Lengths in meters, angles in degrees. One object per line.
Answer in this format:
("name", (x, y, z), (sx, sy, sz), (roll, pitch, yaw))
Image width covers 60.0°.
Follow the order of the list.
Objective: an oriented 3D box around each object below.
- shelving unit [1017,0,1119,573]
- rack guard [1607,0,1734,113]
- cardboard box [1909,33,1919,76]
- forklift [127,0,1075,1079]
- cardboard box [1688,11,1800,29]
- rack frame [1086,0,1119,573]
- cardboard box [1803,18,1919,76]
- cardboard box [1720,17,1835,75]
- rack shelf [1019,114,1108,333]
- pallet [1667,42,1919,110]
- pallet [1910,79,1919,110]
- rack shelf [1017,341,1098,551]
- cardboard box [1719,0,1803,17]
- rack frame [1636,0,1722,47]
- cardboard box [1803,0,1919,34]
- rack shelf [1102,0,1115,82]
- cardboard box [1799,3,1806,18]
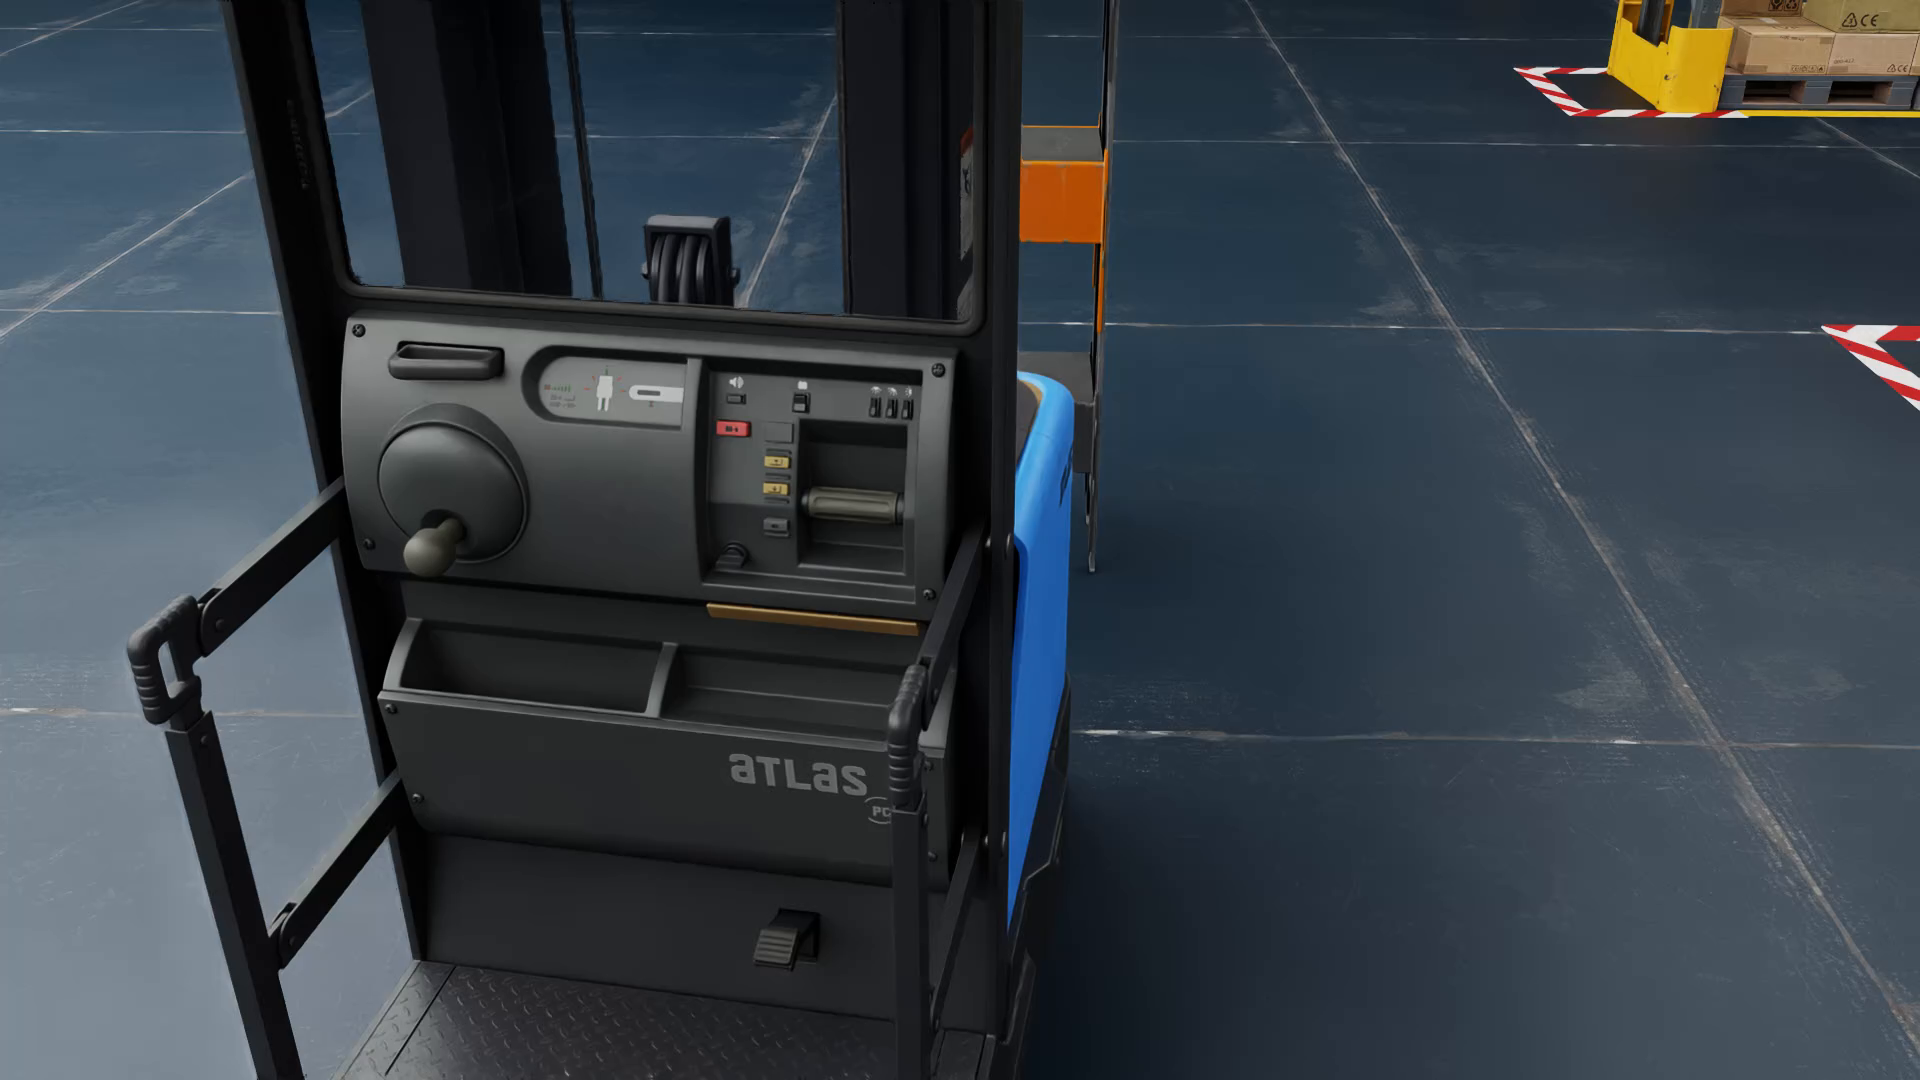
("shelving unit", (0.165, -0.925, 4.753), (0.503, 2.100, 0.431), (1, 28, 2))
("rack guard", (4.496, -3.108, 10.579), (0.348, 0.500, 1.175), (1, 28, 2))
("cardboard box", (6.048, -3.055, 10.297), (0.500, 0.250, 0.500), (1, 28, 2))
("forklift", (-0.504, -0.074, 2.260), (1.130, 2.935, 3.031), (5, 28, 9))
("cardboard box", (5.067, -3.312, 10.783), (0.500, 0.250, 0.500), (1, 28, 2))
("rack frame", (0.409, -0.921, 4.745), (0.015, 2.100, 0.400), (1, 28, 2))
("cardboard box", (5.548, -3.063, 10.313), (0.500, 0.250, 0.500), (1, 28, 2))
("cardboard box", (5.048, -3.070, 10.326), (0.500, 0.250, 0.500), (1, 28, 2))
("rack shelf", (0.165, -0.913, 4.759), (0.480, 0.518, 0.431), (1, 28, 2))
("pallet", (5.286, -2.987, 10.660), (1.213, 0.211, 1.003), (1, 28, 2))
("pallet", (6.502, -2.966, 10.619), (1.213, 0.211, 1.003), (1, 28, 2))
("rack shelf", (0.165, -0.294, 5.087), (0.480, 0.518, 0.431), (1, 28, 2))
("cardboard box", (5.067, -3.645, 10.609), (0.500, 0.500, 0.500), (1, 28, 2))
("rack frame", (4.520, -4.212, 9.993), (0.127, 3.000, 1.000), (1, 28, 2))
("cardboard box", (5.548, -3.394, 10.136), (0.500, 0.500, 0.500), (1, 28, 2))
("rack shelf", (0.165, -1.531, 4.432), (0.480, 0.518, 0.431), (1, 28, 2))
("cardboard box", (5.567, -3.310, 10.778), (0.500, 0.250, 0.500), (1, 28, 2))
